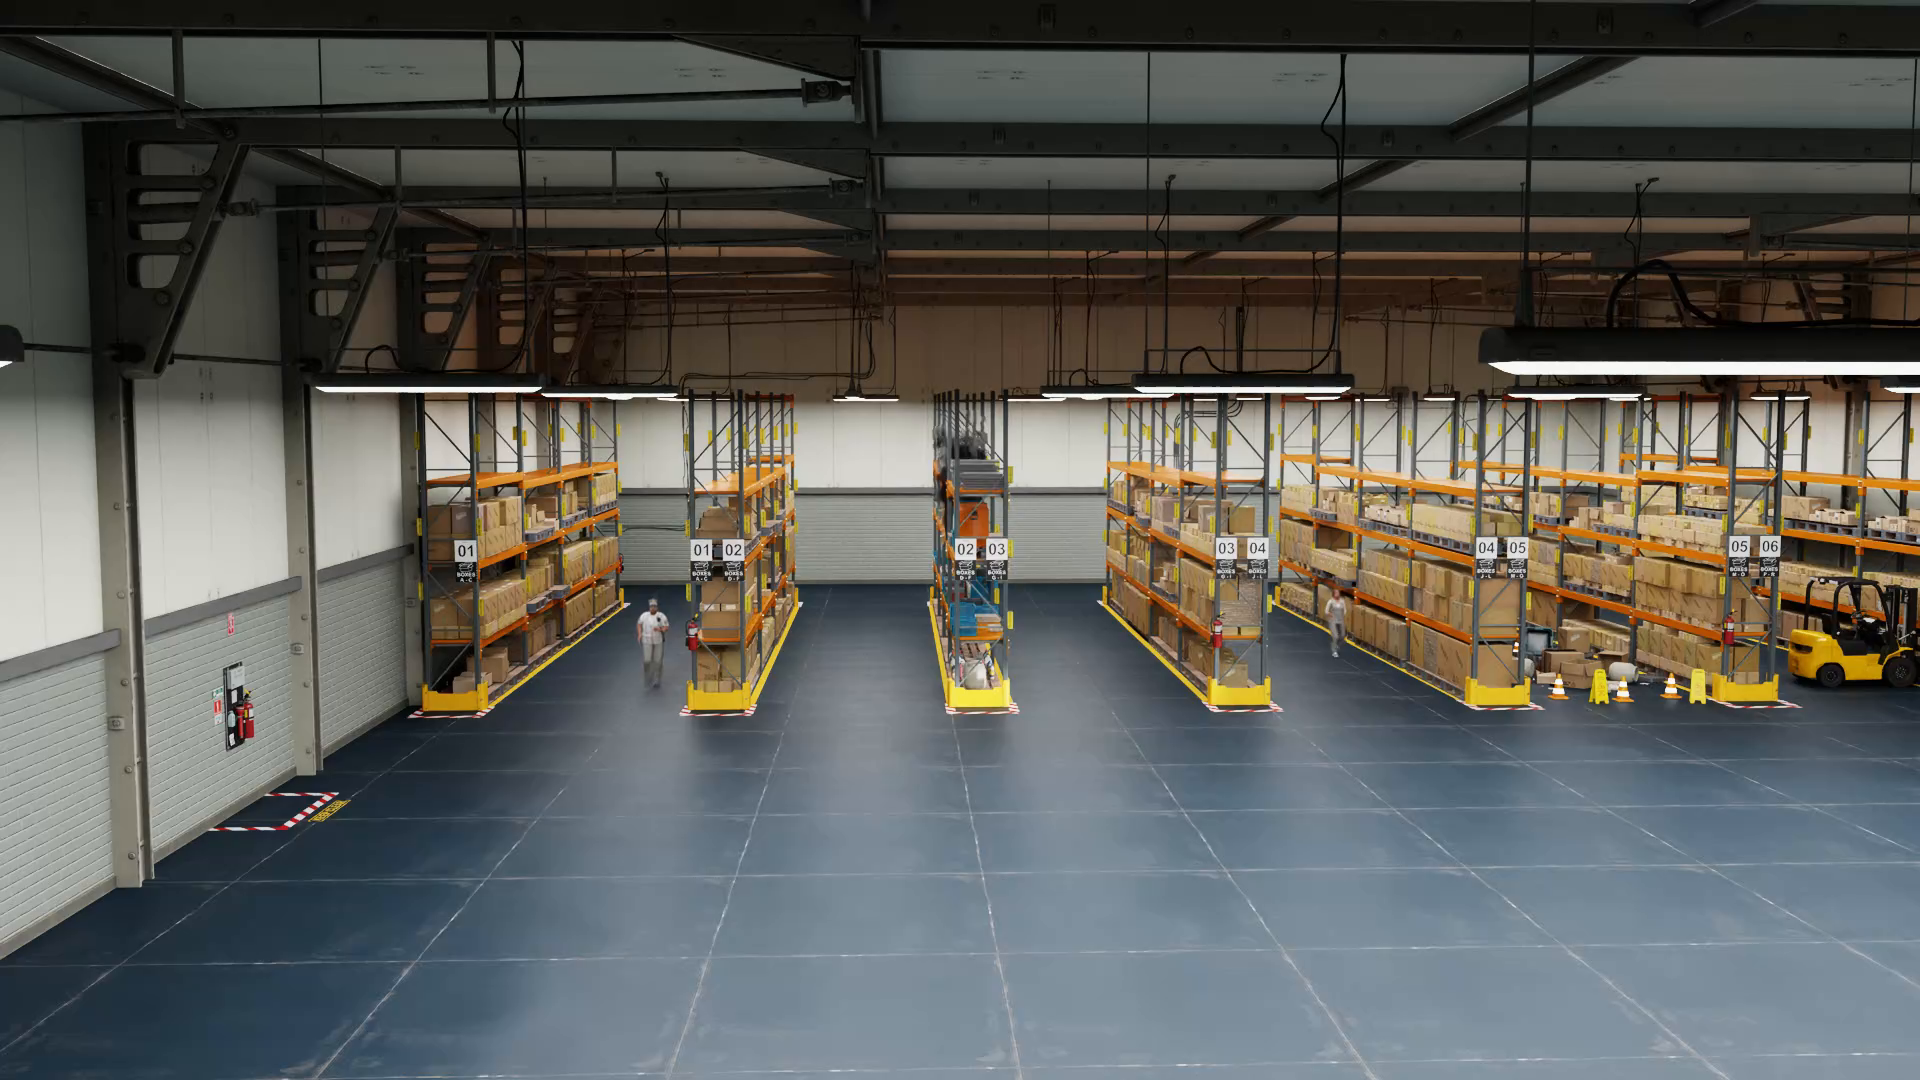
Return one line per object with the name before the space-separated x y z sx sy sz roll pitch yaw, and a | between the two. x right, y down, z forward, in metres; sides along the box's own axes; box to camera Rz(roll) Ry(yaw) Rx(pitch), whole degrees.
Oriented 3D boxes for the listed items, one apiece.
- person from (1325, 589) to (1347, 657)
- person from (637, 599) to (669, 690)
person | 8.526 1.877 37.635 0.530 1.553 0.544 0 5 -4
person | -6.208 2.109 33.641 0.631 1.845 0.768 -1 5 -9
